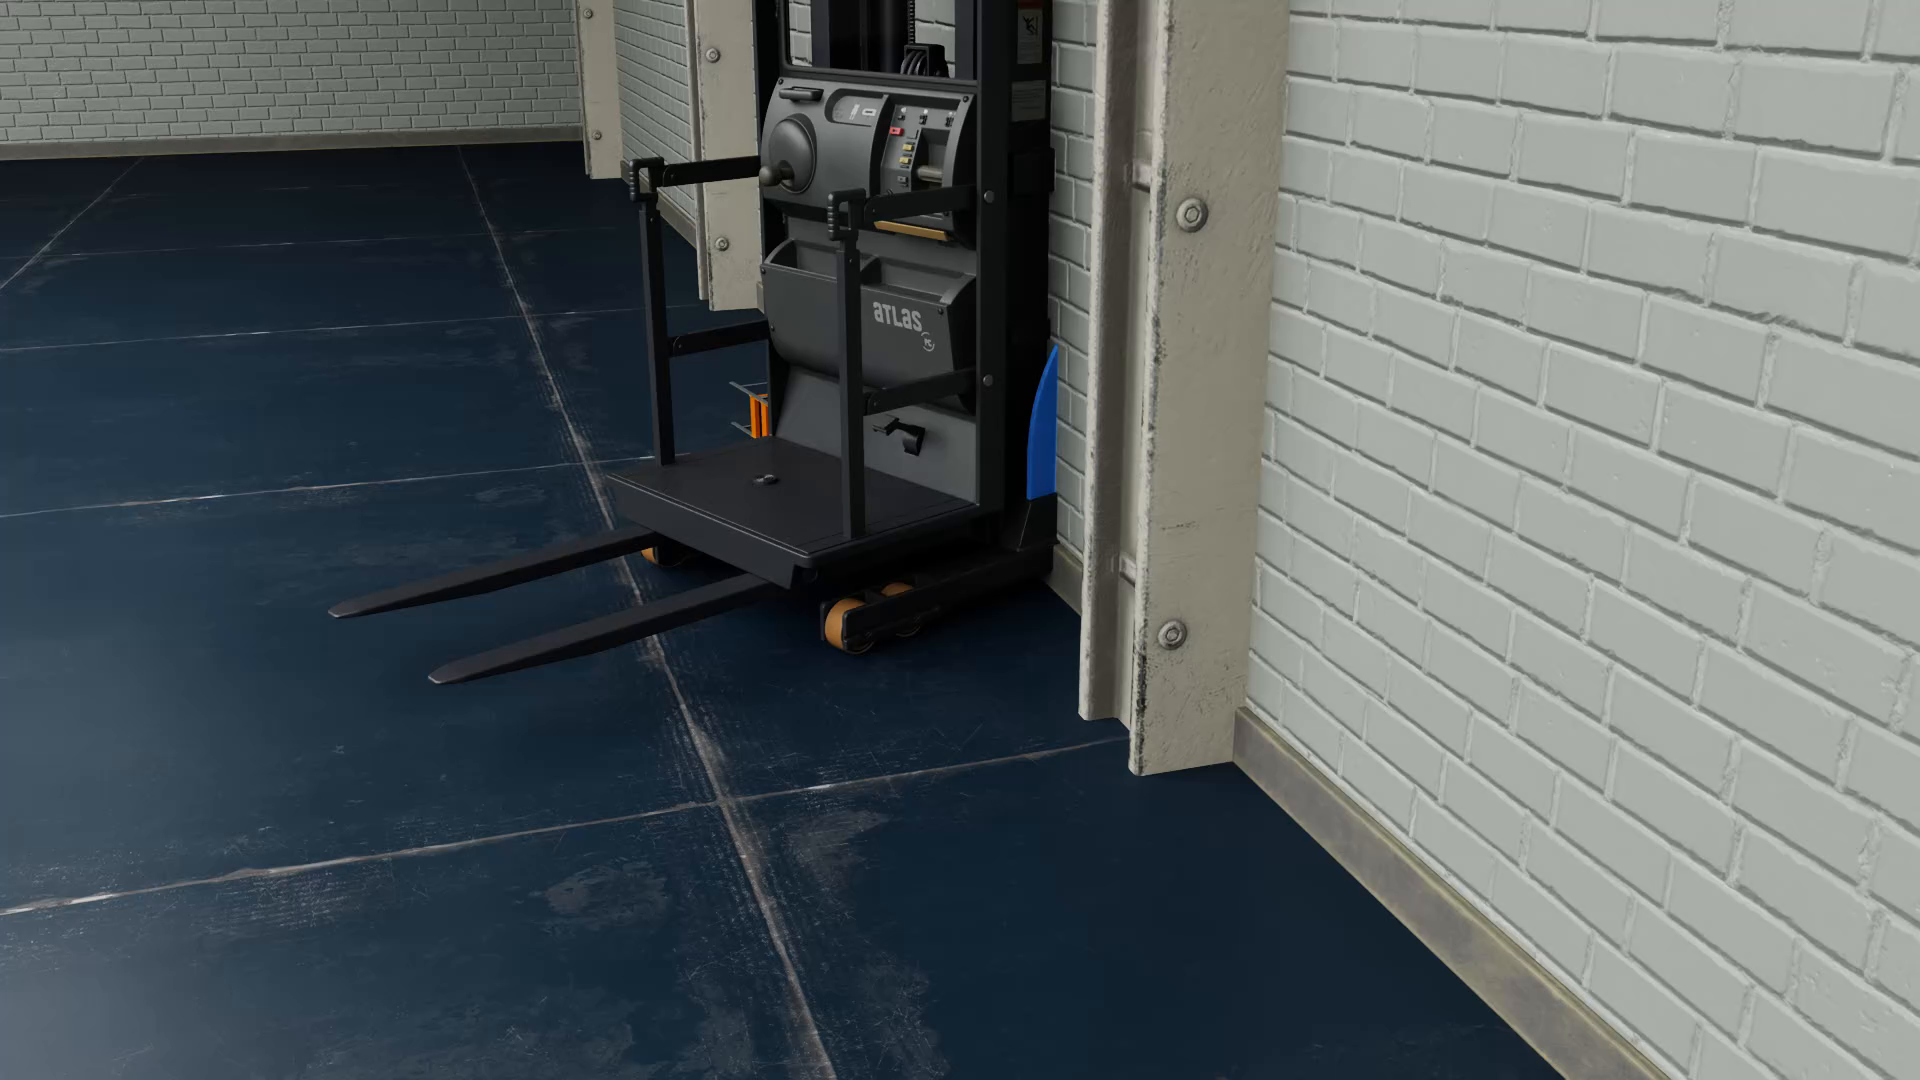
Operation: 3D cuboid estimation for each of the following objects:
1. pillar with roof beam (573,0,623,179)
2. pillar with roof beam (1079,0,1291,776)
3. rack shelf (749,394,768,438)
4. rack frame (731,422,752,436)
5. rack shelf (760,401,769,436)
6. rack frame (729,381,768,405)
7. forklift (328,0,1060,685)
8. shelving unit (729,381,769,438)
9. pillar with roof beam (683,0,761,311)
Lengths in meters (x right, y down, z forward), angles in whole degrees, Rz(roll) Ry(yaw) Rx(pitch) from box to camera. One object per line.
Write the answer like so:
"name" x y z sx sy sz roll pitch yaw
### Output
"pillar with roof beam" -7.325 -7.106 12.388 9.100 9.000 0.400 -6 21 -17
"pillar with roof beam" -3.553 -3.255 1.667 9.100 9.000 0.400 -6 21 -17
"rack shelf" -0.767 -0.538 7.128 0.258 0.180 0.103 -11 22 -27
"rack frame" -0.614 -0.359 6.899 0.240 0.006 1.200 -11 22 -27
"rack shelf" -0.709 -0.502 7.029 0.258 0.180 0.103 -11 22 -27
"rack frame" -0.614 -0.531 6.837 0.240 0.006 1.200 -11 22 -27
"forklift" -0.455 -1.235 5.020 3.031 2.935 1.130 -18 26 -40
"shelving unit" -0.614 -0.445 6.868 0.258 0.189 1.200 -11 22 -27
"pillar with roof beam" -5.439 -5.181 7.028 9.100 9.000 0.400 -6 21 -17
